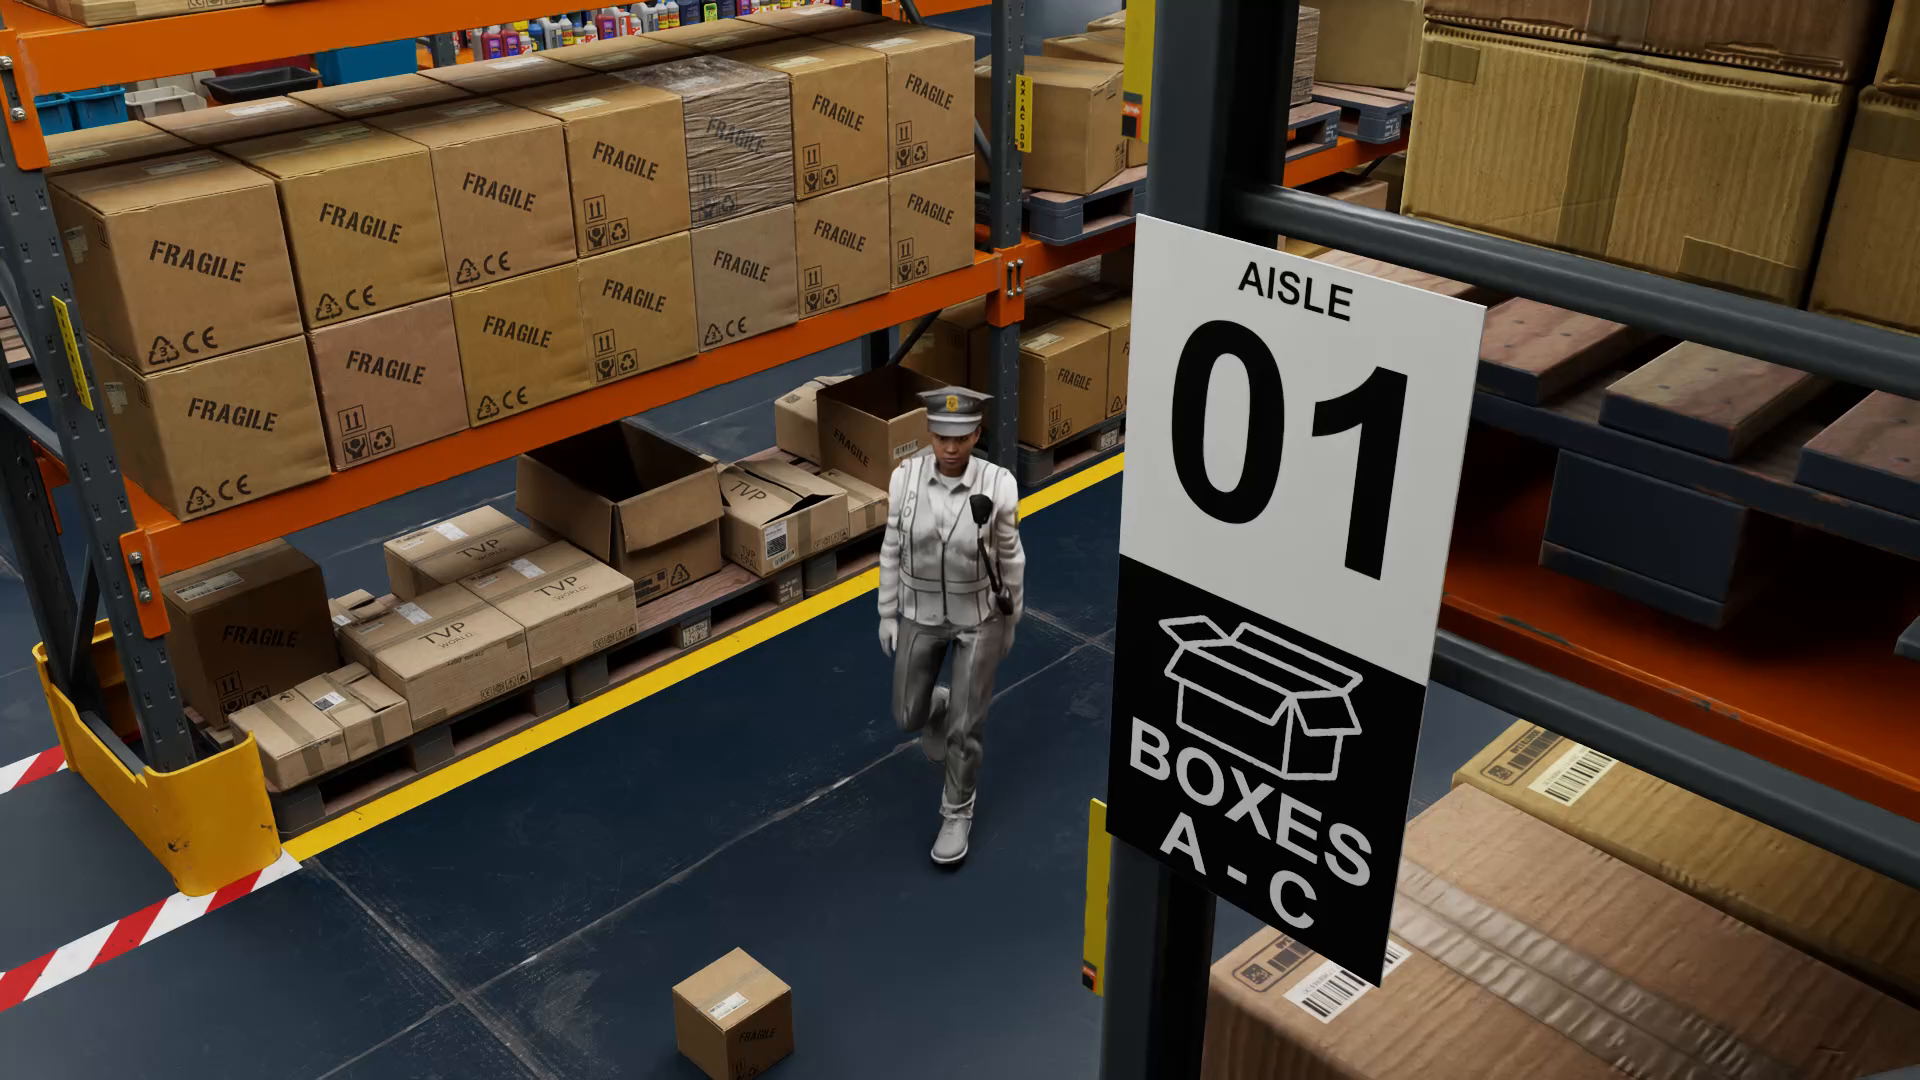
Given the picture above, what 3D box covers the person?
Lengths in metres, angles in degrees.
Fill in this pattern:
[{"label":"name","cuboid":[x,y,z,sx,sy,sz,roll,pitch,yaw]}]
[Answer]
[{"label":"person","cuboid":[-0.028,0.234,5.620,0.493,1.670,0.680,4,28,8]}]
